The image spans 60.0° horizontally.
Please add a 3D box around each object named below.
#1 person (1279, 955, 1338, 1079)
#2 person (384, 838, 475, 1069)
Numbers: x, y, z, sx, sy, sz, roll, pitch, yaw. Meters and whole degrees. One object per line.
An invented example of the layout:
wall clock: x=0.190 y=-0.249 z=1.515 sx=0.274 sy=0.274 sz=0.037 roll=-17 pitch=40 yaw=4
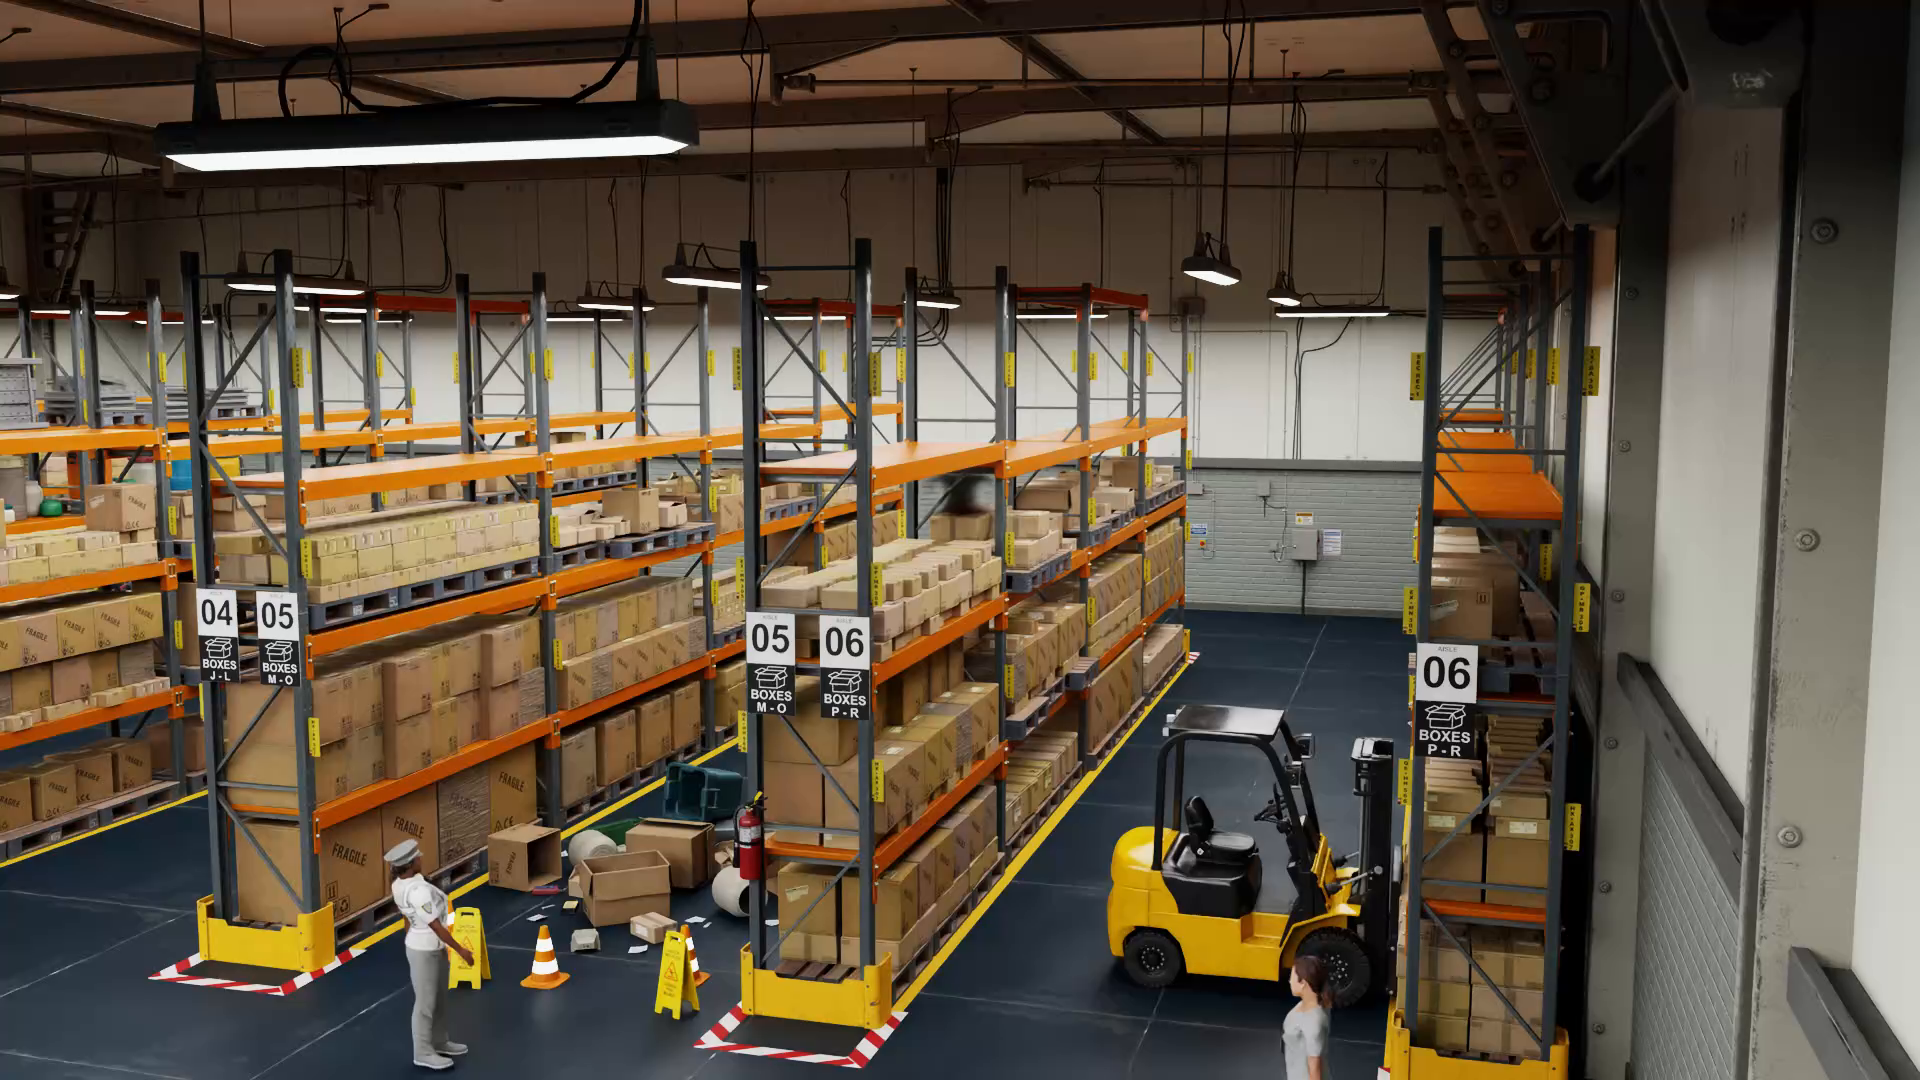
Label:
person: x=2.057 y=3.243 z=9.704 sx=0.396 sy=1.687 sz=0.546 roll=1 pitch=7 yaw=12
person: x=-3.833 y=2.989 z=12.088 sx=0.617 sy=1.683 sz=0.478 roll=-1 pitch=6 yaw=-9
